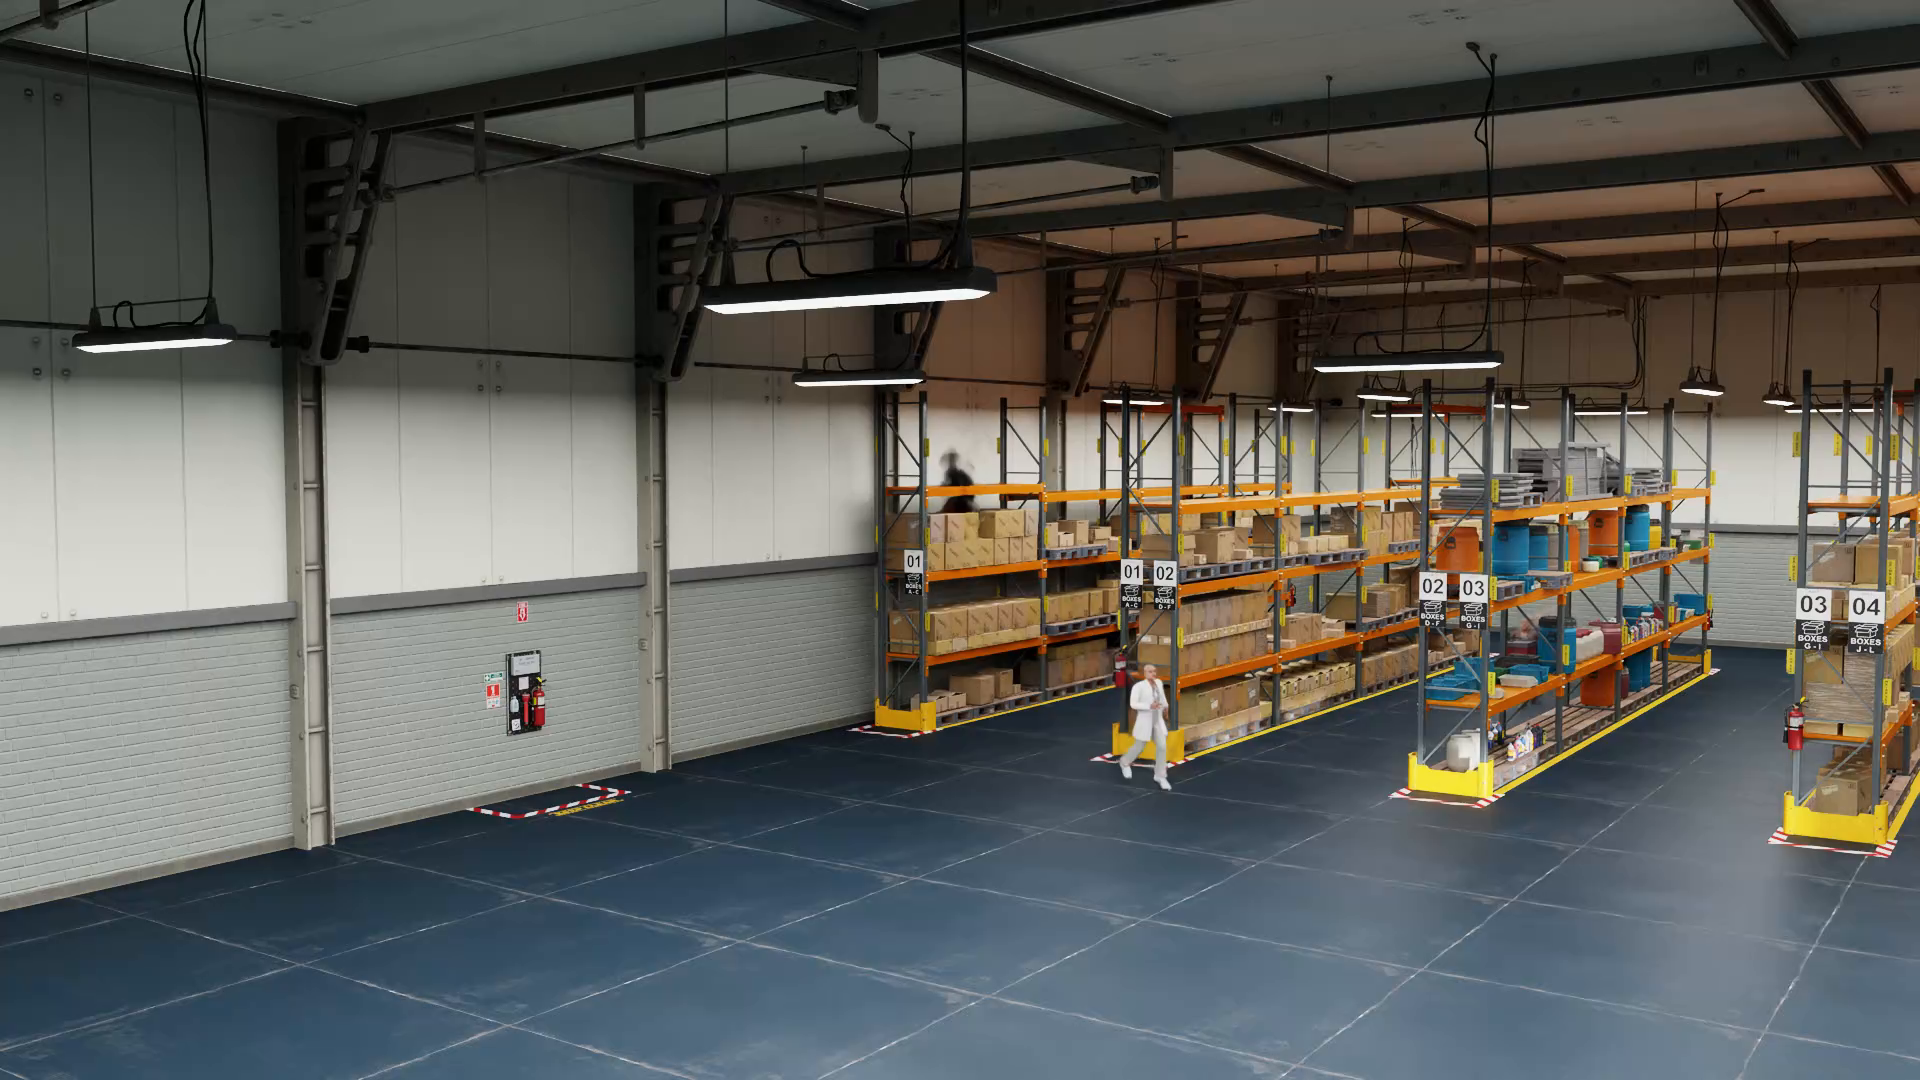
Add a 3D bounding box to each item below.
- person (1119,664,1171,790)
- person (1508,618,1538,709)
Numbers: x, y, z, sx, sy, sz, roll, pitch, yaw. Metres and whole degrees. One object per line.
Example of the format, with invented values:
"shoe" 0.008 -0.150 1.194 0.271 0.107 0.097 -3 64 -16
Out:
"person" 2.785 2.739 24.715 0.726 1.817 1.041 -2 4 -26
"person" 10.860 2.357 31.990 0.721 1.746 0.639 2 4 35
